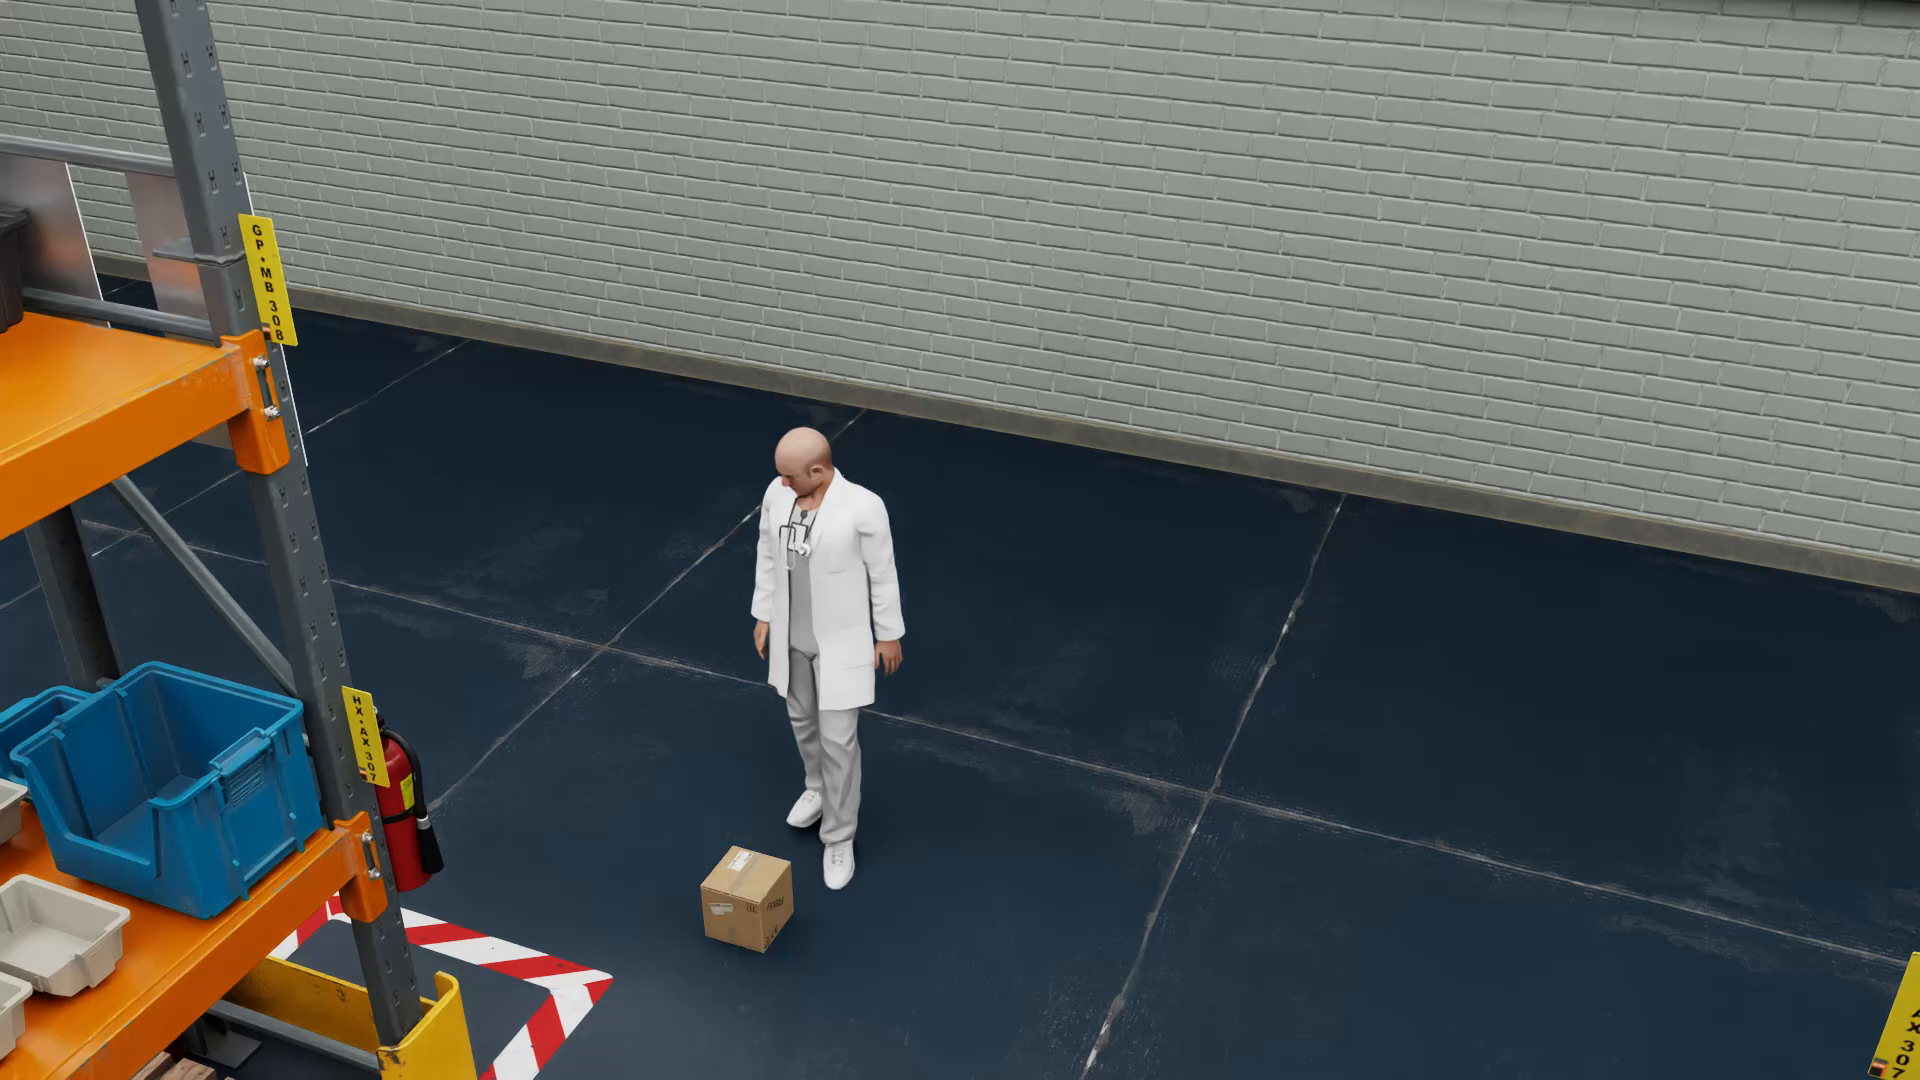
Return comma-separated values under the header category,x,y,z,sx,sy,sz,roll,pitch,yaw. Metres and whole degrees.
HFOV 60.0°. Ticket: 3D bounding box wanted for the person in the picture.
category,x,y,z,sx,sy,sz,roll,pitch,yaw
person,-0.573,0.426,6.399,0.626,1.823,0.565,15,33,25
